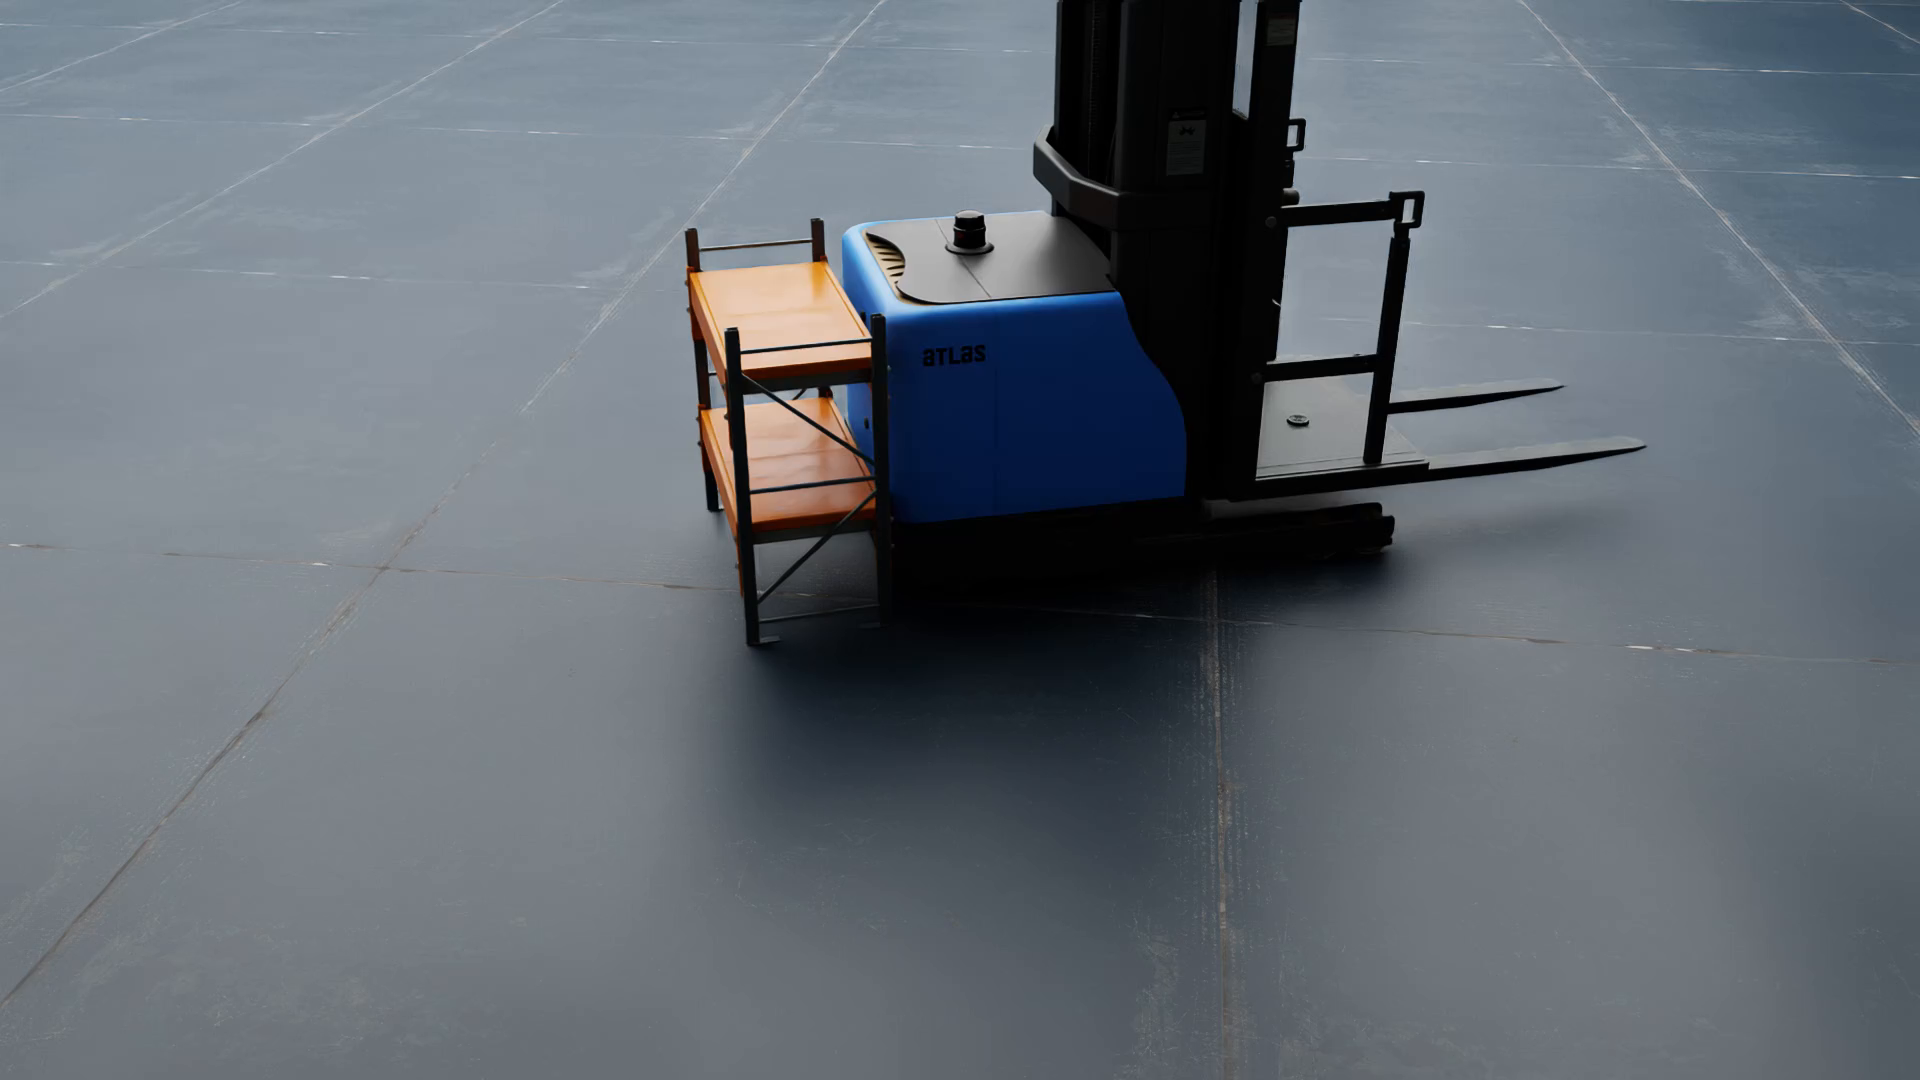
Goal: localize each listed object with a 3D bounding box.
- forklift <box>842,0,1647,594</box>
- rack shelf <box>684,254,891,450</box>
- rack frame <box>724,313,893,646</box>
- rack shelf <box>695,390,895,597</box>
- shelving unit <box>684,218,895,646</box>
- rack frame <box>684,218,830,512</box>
[{"bbox_3d":[1.122,-1.455,5.861,3.031,2.935,1.130,-6,29,-11],"label":"forklift"},{"bbox_3d":[-0.608,-0.666,5.684,0.538,0.278,1.000,-7,29,-13],"label":"rack shelf"},{"bbox_3d":[-0.476,-0.176,5.390,0.500,1.125,0.032,-7,29,-13],"label":"rack frame"},{"bbox_3d":[-0.608,-0.194,5.939,0.538,0.278,1.000,-7,29,-13],"label":"rack shelf"},{"bbox_3d":[-0.608,-0.409,5.823,0.538,1.125,1.048,-7,29,-13],"label":"shelving unit"},{"bbox_3d":[-0.740,-0.642,6.255,0.500,1.125,0.032,-7,29,-13],"label":"rack frame"}]
